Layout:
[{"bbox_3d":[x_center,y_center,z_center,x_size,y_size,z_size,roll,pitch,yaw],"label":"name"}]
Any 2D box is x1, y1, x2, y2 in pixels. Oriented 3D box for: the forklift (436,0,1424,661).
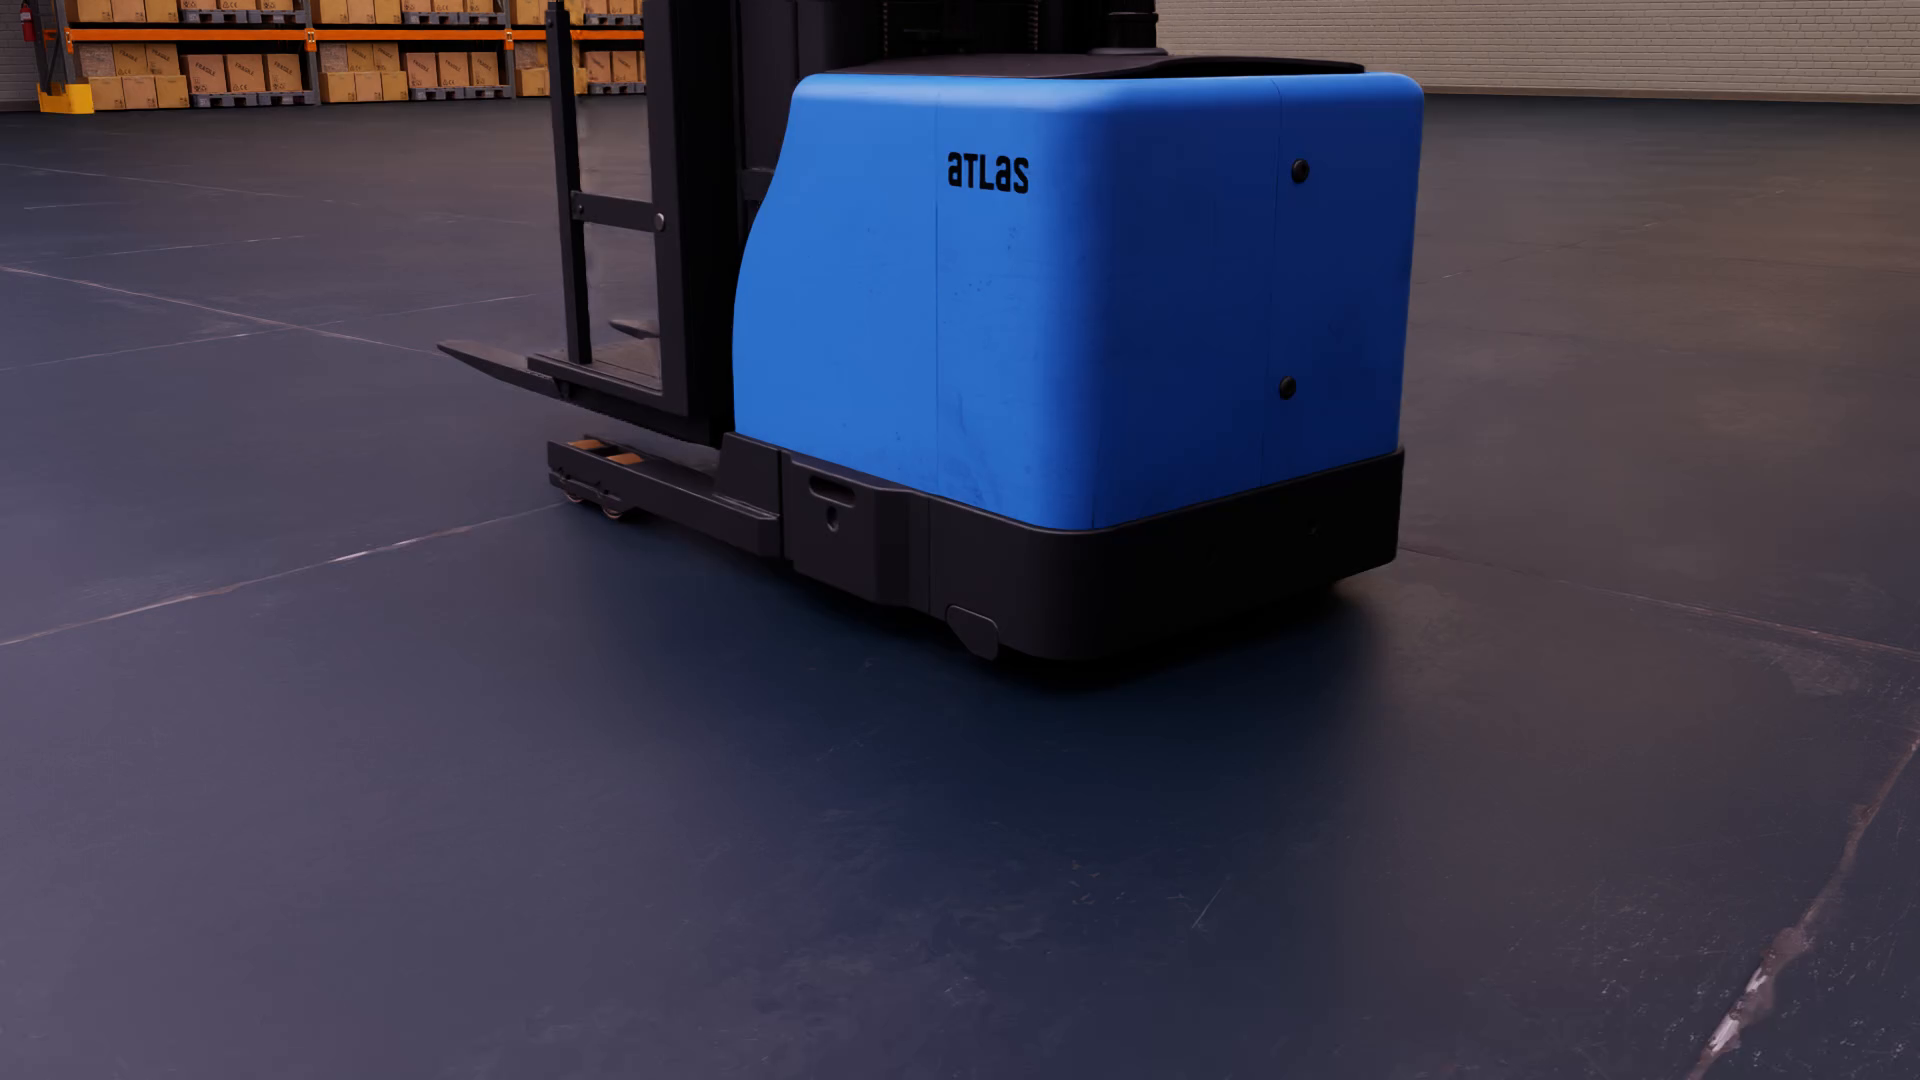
[{"bbox_3d":[-0.402,-1.536,3.956,1.130,2.935,3.031,-14,22,-39],"label":"forklift"}]
